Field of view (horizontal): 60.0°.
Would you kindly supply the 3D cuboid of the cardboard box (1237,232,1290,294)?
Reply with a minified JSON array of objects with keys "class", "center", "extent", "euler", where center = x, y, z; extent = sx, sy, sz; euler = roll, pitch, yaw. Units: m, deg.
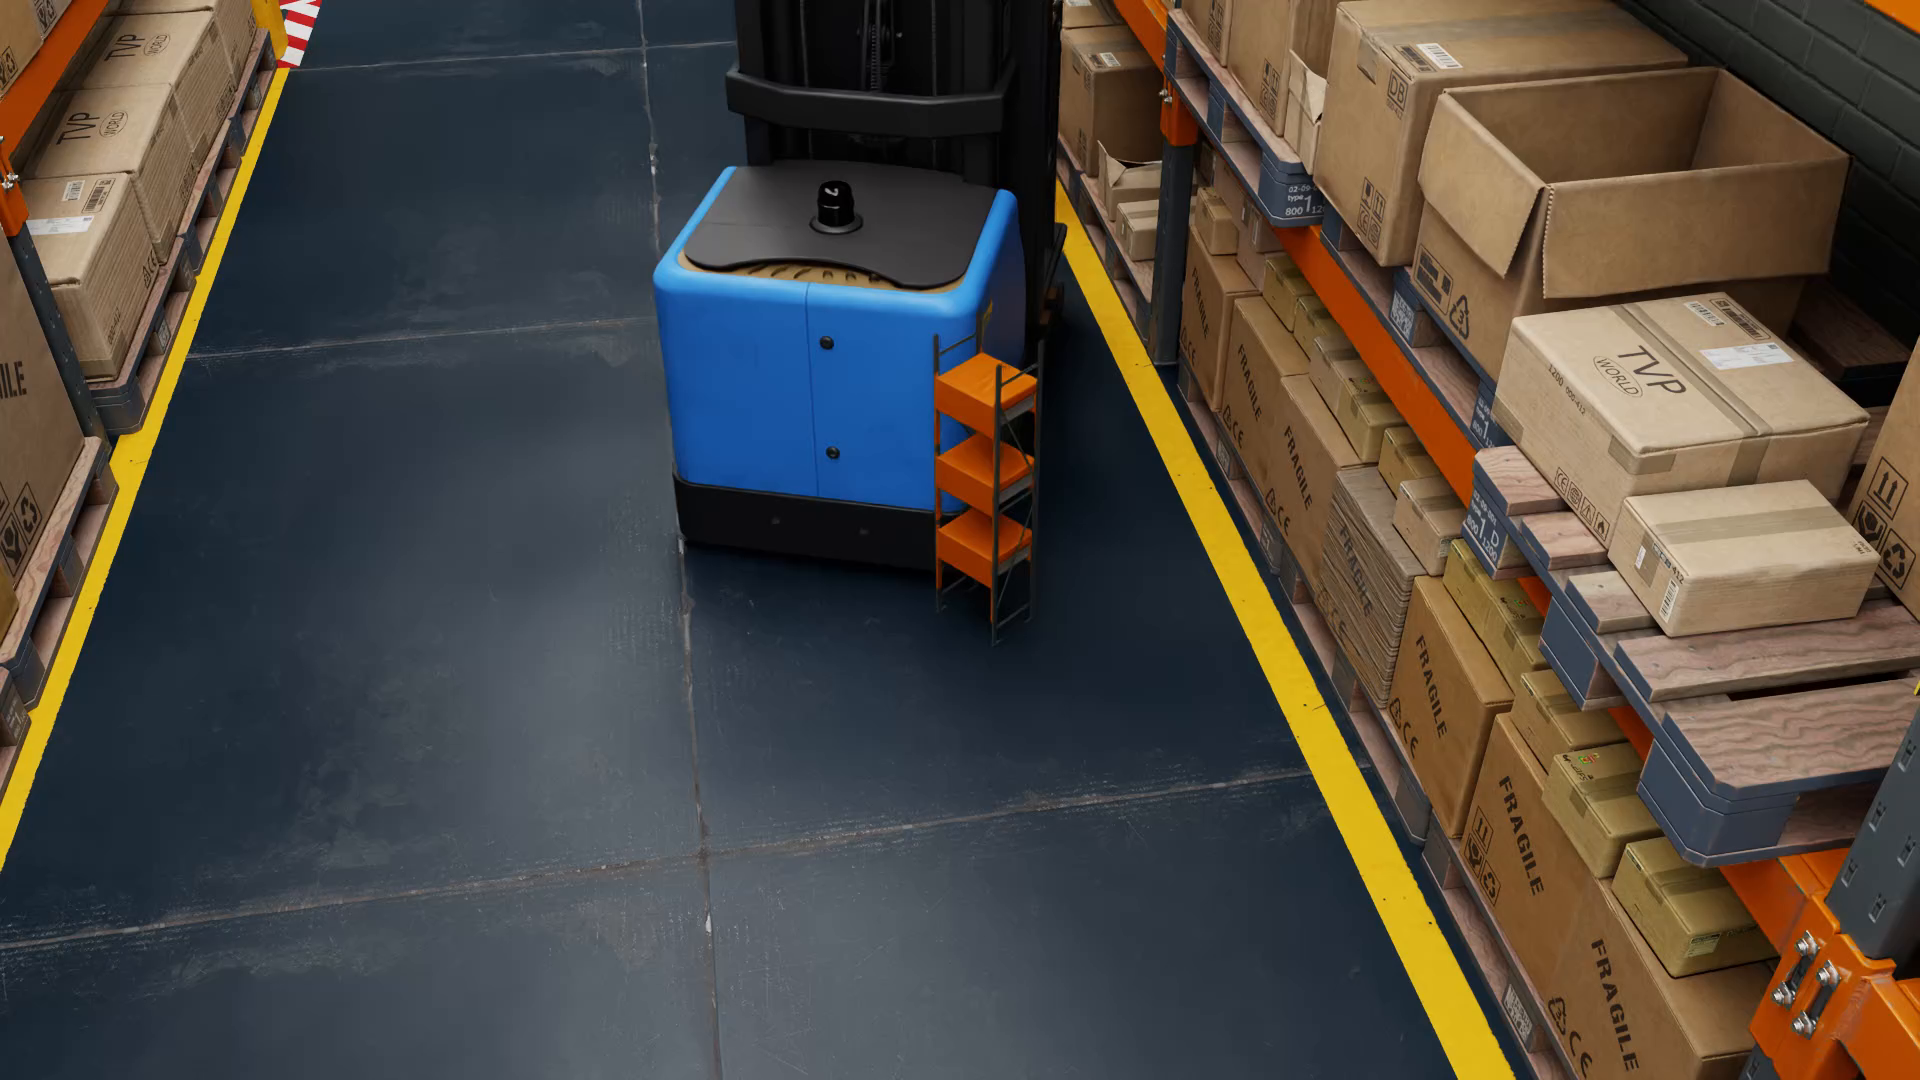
[{"class":"cardboard box","center":[1.183,-0.993,5.750],"extent":[0.380,0.149,0.250],"euler":[-7,38,-9]}]

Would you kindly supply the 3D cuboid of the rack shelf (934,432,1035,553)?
[{"class":"rack shelf","center":[0.082,-0.160,5.117],"extent":[0.240,0.259,0.215],"euler":[30,47,33]}]

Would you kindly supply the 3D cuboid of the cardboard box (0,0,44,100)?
[{"class":"cardboard box","center":[-3.453,-1.778,5.512],"extent":[0.500,0.500,0.500],"euler":[-5,38,-6]}]

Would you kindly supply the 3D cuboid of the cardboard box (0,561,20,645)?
[{"class":"cardboard box","center":[-3.275,0.157,4.492],"extent":[0.875,0.875,0.875],"euler":[-5,38,-7]}]

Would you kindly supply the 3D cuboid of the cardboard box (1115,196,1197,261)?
[{"class":"cardboard box","center":[0.871,-1.308,6.970],"extent":[0.380,0.149,0.250],"euler":[-7,38,-9]}]

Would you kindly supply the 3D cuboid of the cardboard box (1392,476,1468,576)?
[{"class":"cardboard box","center":[1.418,-0.057,4.544],"extent":[0.380,0.149,0.250],"euler":[-8,39,-10]}]

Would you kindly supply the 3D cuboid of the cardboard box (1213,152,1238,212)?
[{"class":"cardboard box","center":[1.118,-1.276,5.872],"extent":[0.380,0.149,0.250],"euler":[-7,38,-9]}]

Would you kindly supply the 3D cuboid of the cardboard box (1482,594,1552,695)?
[{"class":"cardboard box","center":[1.540,0.258,4.140],"extent":[0.380,0.149,0.250],"euler":[-5,38,-7]}]

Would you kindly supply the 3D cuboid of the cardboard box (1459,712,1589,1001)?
[{"class":"cardboard box","center":[1.596,0.739,4.049],"extent":[0.500,0.500,0.500],"euler":[-7,38,-9]}]

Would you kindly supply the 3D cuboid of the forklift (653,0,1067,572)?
[{"class":"forklift","center":[-0.179,-1.954,5.877],"extent":[1.130,2.935,3.031],"euler":[7,38,9]}]

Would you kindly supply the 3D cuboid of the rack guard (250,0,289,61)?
[{"class":"rack guard","center":[-4.334,-2.870,9.037],"extent":[1.175,0.500,0.348],"euler":[-6,38,-8]}]

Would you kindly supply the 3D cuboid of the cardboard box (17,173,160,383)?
[{"class":"cardboard box","center":[-3.633,-0.971,6.302],"extent":[0.875,0.438,0.875],"euler":[-7,38,-9]}]

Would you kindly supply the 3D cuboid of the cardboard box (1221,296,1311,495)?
[{"class":"cardboard box","center":[1.224,-0.505,5.650],"extent":[0.500,0.500,0.500],"euler":[-7,38,-9]}]

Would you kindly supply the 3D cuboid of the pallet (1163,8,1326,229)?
[{"class":"pallet","center":[1.290,-1.393,5.254],"extent":[1.003,0.211,1.213],"euler":[-6,38,-8]}]

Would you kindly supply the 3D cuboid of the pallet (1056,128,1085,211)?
[{"class":"pallet","center":[0.921,-2.015,8.172],"extent":[1.003,0.211,1.213],"euler":[-6,38,-8]}]

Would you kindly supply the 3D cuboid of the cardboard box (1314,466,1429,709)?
[{"class":"cardboard box","center":[1.392,0.111,4.857],"extent":[0.500,0.500,0.500],"euler":[-8,38,-10]}]

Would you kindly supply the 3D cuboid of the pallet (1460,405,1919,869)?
[{"class":"pallet","center":[1.771,0.127,3.298],"extent":[1.213,0.211,1.003],"euler":[-6,38,-8]}]

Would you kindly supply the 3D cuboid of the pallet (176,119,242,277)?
[{"class":"pallet","center":[-3.902,-1.532,7.549],"extent":[1.003,0.211,1.213],"euler":[-6,38,-8]}]

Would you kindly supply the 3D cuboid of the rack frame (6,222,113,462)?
[{"class":"rack frame","center":[-3.628,-1.427,5.141],"extent":[1.000,3.000,0.127],"euler":[-6,38,-8]}]

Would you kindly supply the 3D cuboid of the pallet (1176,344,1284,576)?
[{"class":"pallet","center":[1.438,-0.374,6.060],"extent":[1.003,0.211,1.213],"euler":[-6,38,-8]}]

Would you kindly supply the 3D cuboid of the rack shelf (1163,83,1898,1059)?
[{"class":"rack shelf","center":[1.608,-0.471,4.497],"extent":[1.077,0.370,4.000],"euler":[-6,38,-8]}]

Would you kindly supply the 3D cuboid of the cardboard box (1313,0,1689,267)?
[{"class":"cardboard box","center":[1.351,-1.065,4.252],"extent":[0.700,0.500,0.500],"euler":[-6,38,-8]}]

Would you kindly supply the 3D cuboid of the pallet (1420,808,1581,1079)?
[{"class":"pallet","center":[1.865,1.099,4.163],"extent":[1.003,0.211,1.213],"euler":[-6,38,-8]}]

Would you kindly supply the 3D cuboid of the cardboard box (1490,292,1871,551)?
[{"class":"cardboard box","center":[1.455,-0.256,3.414],"extent":[0.500,0.250,0.500],"euler":[-8,39,-10]}]

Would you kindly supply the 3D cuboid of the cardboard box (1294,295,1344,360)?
[{"class":"cardboard box","center":[1.301,-0.676,5.341],"extent":[0.380,0.149,0.250],"euler":[-7,38,-9]}]

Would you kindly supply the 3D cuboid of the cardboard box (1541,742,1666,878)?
[{"class":"cardboard box","center":[1.545,0.586,3.718],"extent":[0.380,0.149,0.250],"euler":[-8,39,-10]}]

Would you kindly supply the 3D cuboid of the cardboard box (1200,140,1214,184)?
[{"class":"cardboard box","center":[1.299,-1.689,7.461],"extent":[0.380,0.149,0.250],"euler":[-7,38,-9]}]

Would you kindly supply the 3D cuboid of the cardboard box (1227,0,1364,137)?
[{"class":"cardboard box","center":[1.213,-1.539,4.862],"extent":[0.700,0.500,0.500],"euler":[-6,38,-7]}]

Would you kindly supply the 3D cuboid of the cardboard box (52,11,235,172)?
[{"class":"cardboard box","center":[-3.947,-2.057,7.699],"extent":[0.875,0.438,0.875],"euler":[-5,38,-7]}]

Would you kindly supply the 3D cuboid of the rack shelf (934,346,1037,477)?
[{"class":"rack shelf","center":[0.082,-0.384,4.943],"extent":[0.240,0.259,0.215],"euler":[30,47,33]}]

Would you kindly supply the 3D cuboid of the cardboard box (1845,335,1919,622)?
[{"class":"cardboard box","center":[2.023,-0.080,2.984],"extent":[0.500,0.500,0.500],"euler":[-5,38,-6]}]

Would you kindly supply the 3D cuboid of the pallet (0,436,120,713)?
[{"class":"pallet","center":[-3.419,0.132,5.407],"extent":[1.003,0.211,1.213],"euler":[-6,38,-8]}]

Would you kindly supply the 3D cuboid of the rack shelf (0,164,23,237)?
[{"class":"rack shelf","center":[-3.278,0.065,3.807],"extent":[1.077,0.370,4.000],"euler":[-6,38,-8]}]

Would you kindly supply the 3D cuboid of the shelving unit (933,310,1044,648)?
[{"class":"shelving unit","center":[0.082,-0.168,5.111],"extent":[0.252,1.050,0.215],"euler":[30,47,33]}]

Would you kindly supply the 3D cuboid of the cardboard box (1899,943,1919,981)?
[{"class":"cardboard box","center":[2.161,0.990,3.726],"extent":[0.500,0.500,0.500],"euler":[-5,38,-6]}]

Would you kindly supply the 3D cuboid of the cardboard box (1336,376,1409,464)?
[{"class":"cardboard box","center":[1.349,-0.370,4.948],"extent":[0.380,0.149,0.250],"euler":[-5,38,-6]}]

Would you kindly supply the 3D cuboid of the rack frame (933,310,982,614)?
[{"class":"rack frame","center":[-0.007,-0.219,5.177],"extent":[0.008,1.050,0.200],"euler":[30,47,33]}]

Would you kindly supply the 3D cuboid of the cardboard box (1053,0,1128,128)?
[{"class":"cardboard box","center":[0.676,-2.327,7.996],"extent":[0.500,0.500,0.500],"euler":[-6,38,-7]}]
